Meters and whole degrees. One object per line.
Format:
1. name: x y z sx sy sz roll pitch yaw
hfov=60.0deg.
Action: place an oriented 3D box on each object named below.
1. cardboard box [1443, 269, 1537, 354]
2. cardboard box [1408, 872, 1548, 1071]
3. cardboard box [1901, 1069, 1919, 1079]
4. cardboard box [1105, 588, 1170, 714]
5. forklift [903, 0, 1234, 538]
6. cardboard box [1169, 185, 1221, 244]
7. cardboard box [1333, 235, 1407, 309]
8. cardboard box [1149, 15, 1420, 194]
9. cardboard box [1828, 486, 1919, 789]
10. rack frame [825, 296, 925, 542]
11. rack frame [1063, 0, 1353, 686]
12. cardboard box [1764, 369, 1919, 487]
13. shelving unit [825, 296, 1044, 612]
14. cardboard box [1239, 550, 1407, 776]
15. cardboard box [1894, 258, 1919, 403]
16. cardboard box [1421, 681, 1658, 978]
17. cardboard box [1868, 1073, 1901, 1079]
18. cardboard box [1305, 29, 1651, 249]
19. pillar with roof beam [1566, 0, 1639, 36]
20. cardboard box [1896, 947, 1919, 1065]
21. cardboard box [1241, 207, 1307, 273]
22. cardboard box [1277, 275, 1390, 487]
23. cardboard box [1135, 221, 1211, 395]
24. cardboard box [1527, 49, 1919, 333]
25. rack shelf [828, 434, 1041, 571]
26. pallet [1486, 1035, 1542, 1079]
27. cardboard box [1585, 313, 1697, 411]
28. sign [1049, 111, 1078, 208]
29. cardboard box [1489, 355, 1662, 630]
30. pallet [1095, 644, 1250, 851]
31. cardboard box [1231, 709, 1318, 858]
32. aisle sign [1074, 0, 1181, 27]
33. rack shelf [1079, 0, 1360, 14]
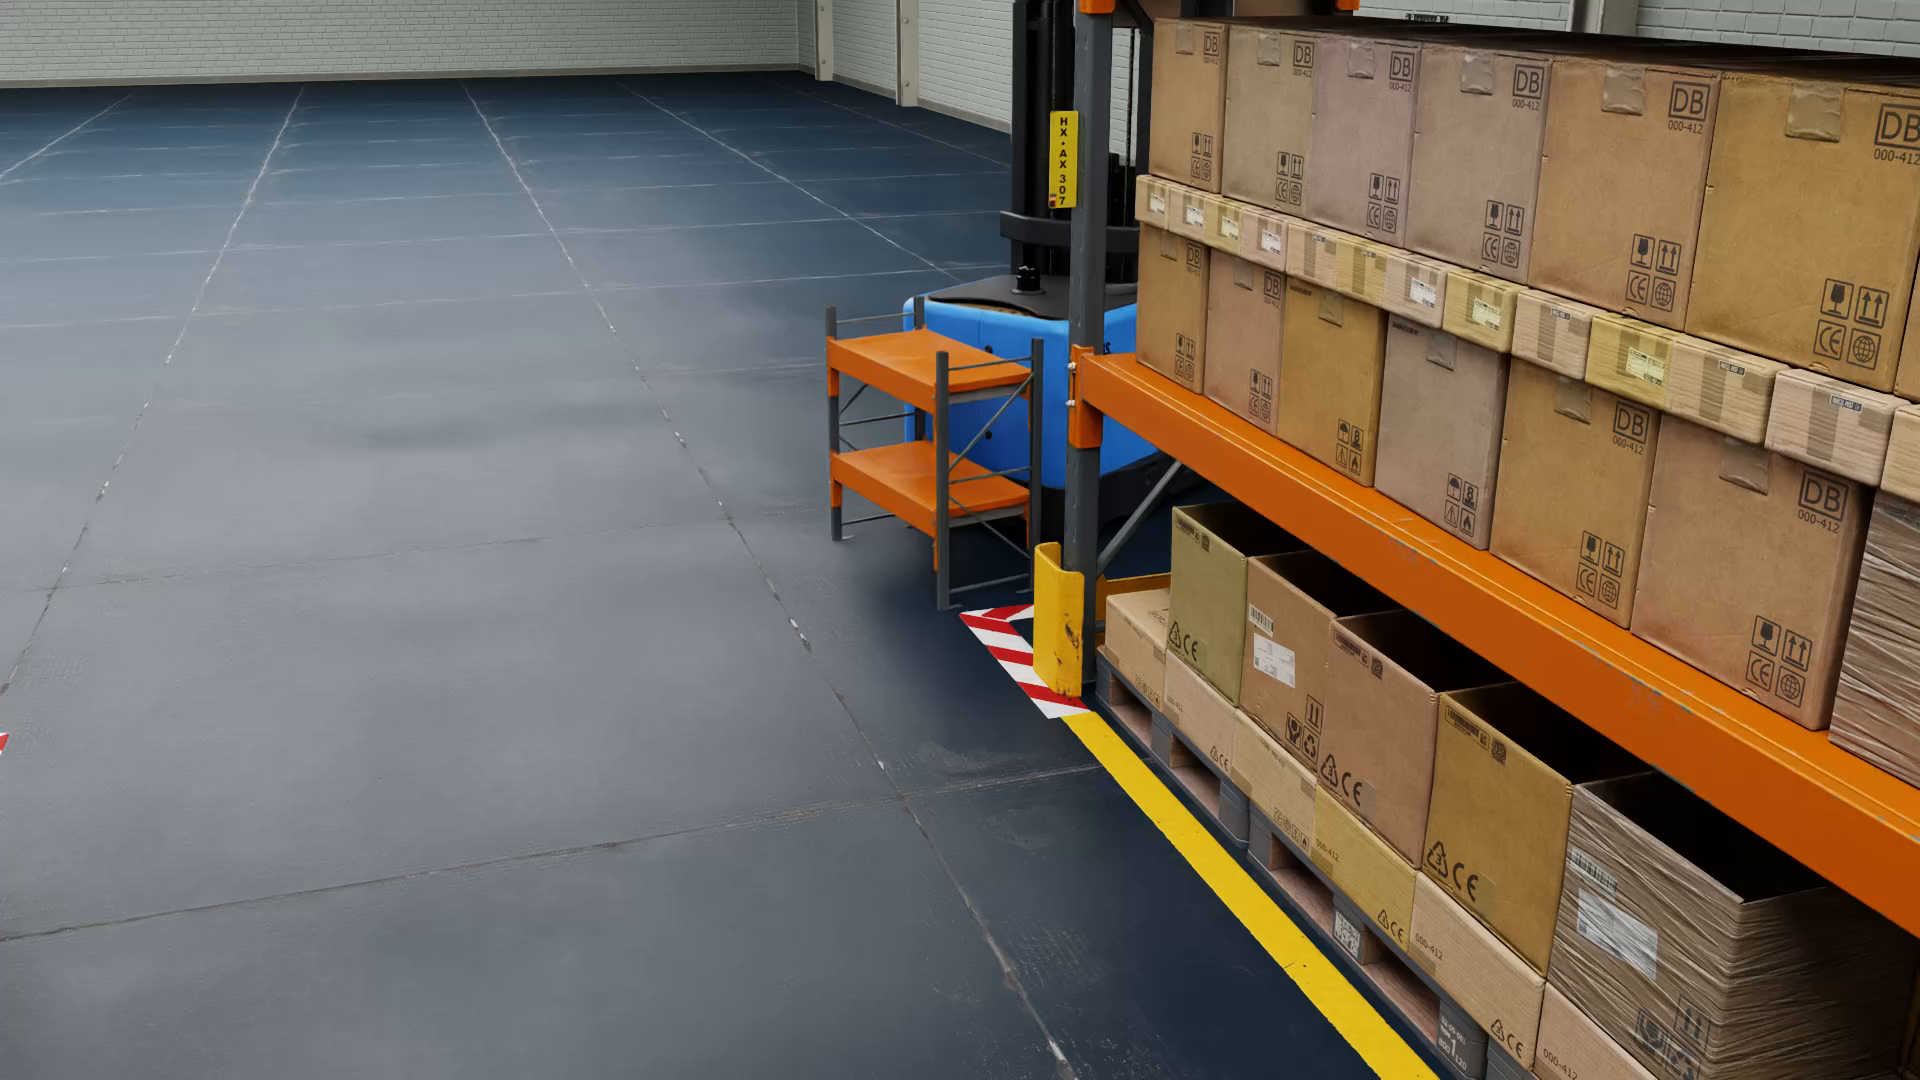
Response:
1. cardboard box: 1.370 -0.548 3.898 0.380 0.149 0.250 -6 21 -15
2. cardboard box: 1.470 1.012 4.109 0.500 0.250 0.500 -6 21 -17
3. cardboard box: 2.284 1.277 3.371 0.500 0.250 0.500 -6 21 -17
4. cardboard box: 0.842 0.370 5.896 0.500 0.250 0.500 -6 21 -17
5. forklift: 1.013 -1.818 8.643 1.130 2.935 3.031 15 24 35
6. cardboard box: 0.890 -1.042 5.271 0.380 0.149 0.250 -7 21 -19
7. cardboard box: 1.211 -0.713 4.356 0.380 0.149 0.250 -7 21 -18
8. cardboard box: 1.036 -1.412 5.343 0.700 0.500 0.500 -6 21 -17
9. cardboard box: 1.997 0.172 2.851 0.700 0.500 0.500 -7 21 -19
10. rack frame: -0.389 -0.565 7.827 0.500 1.125 0.032 -11 23 -28
11. rack frame: 0.885 -0.922 6.047 1.000 3.000 0.127 -6 21 -17
12. cardboard box: 1.693 -0.219 2.981 0.380 0.149 0.250 -7 21 -19
13. shelving unit: -0.132 -0.417 7.414 0.538 1.125 1.048 -11 23 -28
14. cardboard box: 1.171 0.336 4.880 0.500 0.500 0.500 -6 21 -17
15. cardboard box: 1.997 -0.438 2.632 0.700 0.500 0.500 -6 21 -17
16. cardboard box: 1.482 0.657 3.986 0.500 0.500 0.500 -6 21 -17
17. cardboard box: 1.789 1.332 3.217 0.500 0.250 0.500 -6 21 -17
18. cardboard box: 1.366 -1.082 4.425 0.700 0.500 0.500 -6 21 -17
19. pillar with roof beam: 0.655 -5.609 10.219 9.100 9.000 0.400 -6 21 -17
20. cardboard box: 2.129 0.763 3.692 0.500 0.500 0.500 -6 21 -17
21. cardboard box: 1.044 -0.880 4.822 0.380 0.149 0.250 -7 21 -18
22. cardboard box: 1.340 -0.490 4.696 0.700 0.500 0.500 -6 21 -17
23. cardboard box: 1.020 -0.818 5.609 0.700 0.500 0.500 -6 21 -17
24. cardboard box: 1.680 -0.761 3.531 0.700 0.500 0.500 -6 21 -17
25. rack shelf: -0.132 -0.187 7.497 0.538 0.278 1.000 -11 23 -28
26. pallet: 1.932 1.414 3.668 1.003 0.211 1.213 -6 21 -17
27. cardboard box: 1.535 -0.382 3.436 0.380 0.149 0.250 -6 21 -17
28. sign: 0.356 -1.310 5.729 0.100 0.325 0.005 -6 21 -17
29. cardboard box: 1.671 -0.158 3.770 0.700 0.500 0.500 -6 21 -16
30. pallet: 1.165 0.631 5.848 1.003 0.211 1.213 -6 21 -17
31. cardboard box: 1.160 0.690 5.004 0.500 0.250 0.500 -6 21 -17
32. aisle sign: 0.574 -2.134 5.576 0.394 0.787 0.004 -6 21 -17
33. rack shelf: 1.514 -1.354 3.875 1.077 0.370 4.000 -6 21 -17
